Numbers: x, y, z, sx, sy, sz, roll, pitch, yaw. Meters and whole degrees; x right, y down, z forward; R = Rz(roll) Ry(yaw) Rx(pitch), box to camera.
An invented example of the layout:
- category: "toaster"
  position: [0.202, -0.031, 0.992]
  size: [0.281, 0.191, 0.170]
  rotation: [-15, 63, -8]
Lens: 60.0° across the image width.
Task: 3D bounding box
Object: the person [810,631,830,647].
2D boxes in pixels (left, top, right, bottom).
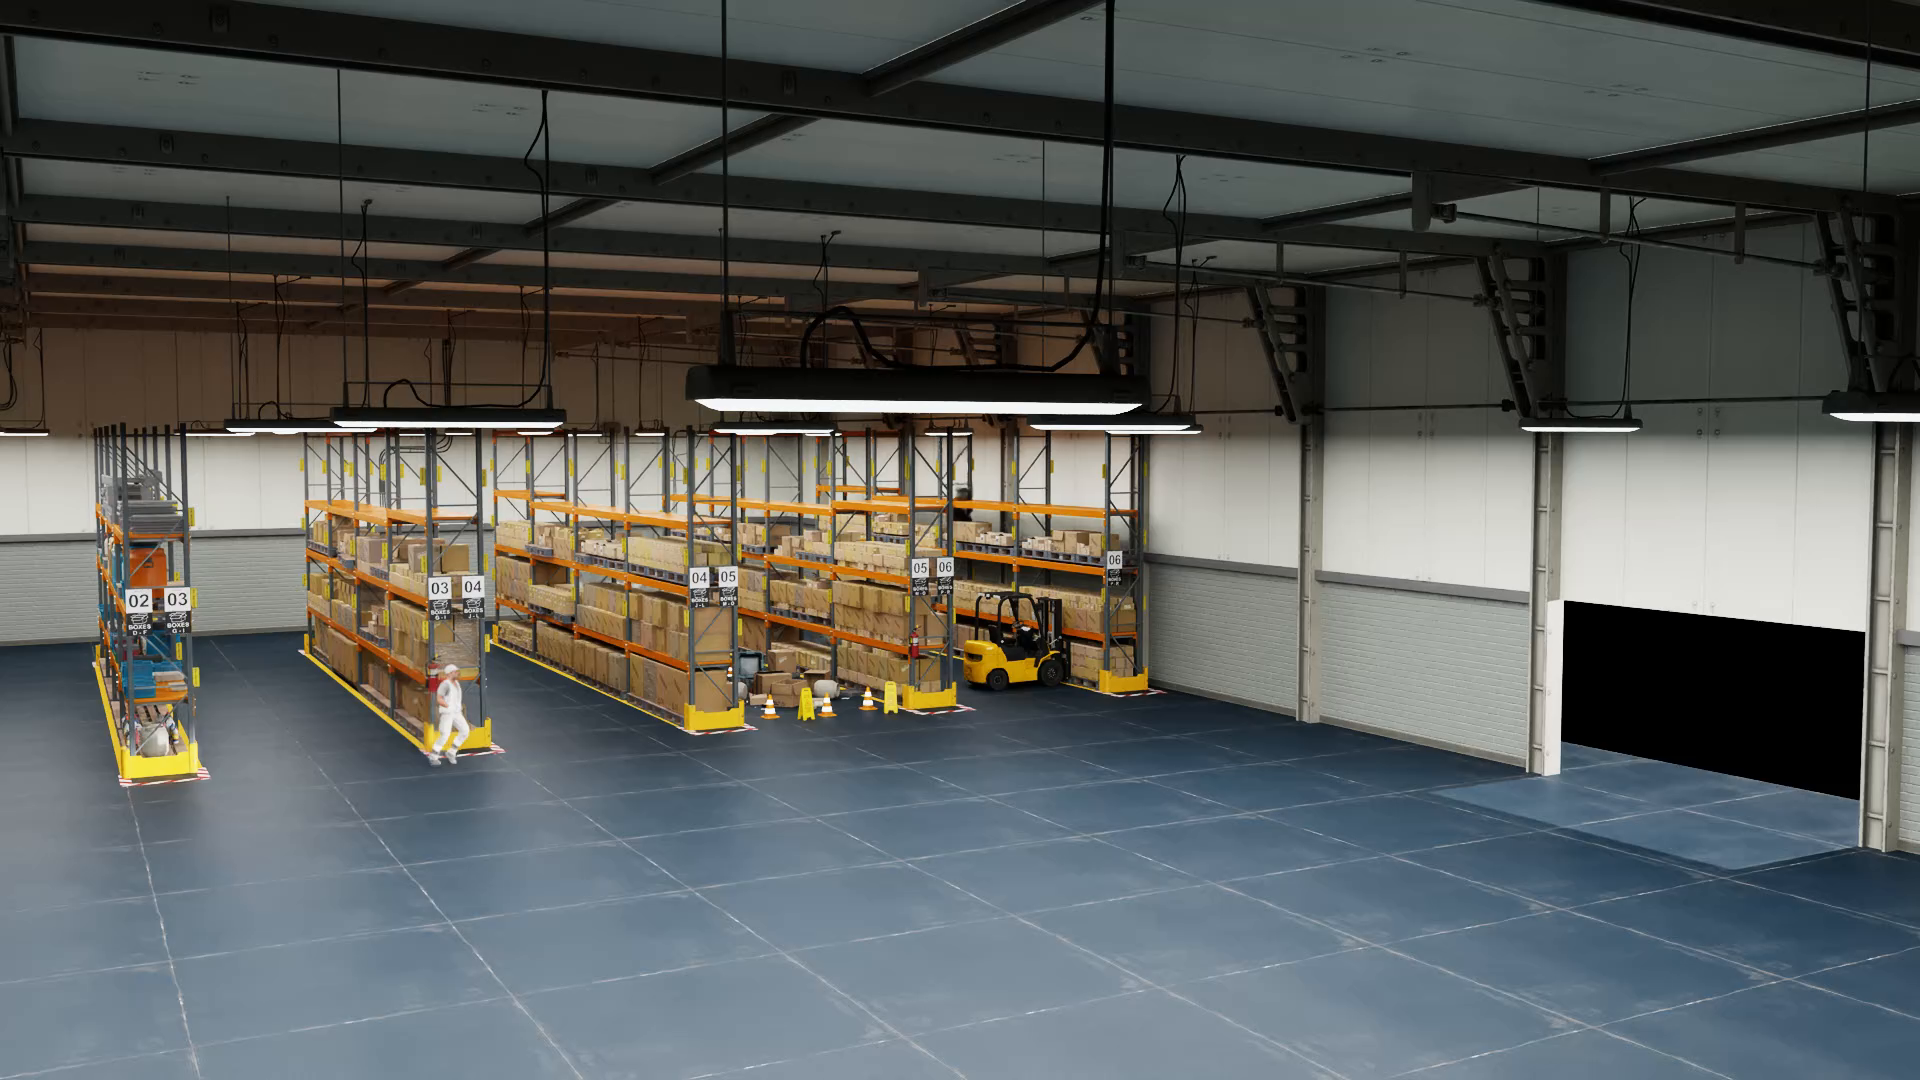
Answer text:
- category: "person"
  position: [-3.760, 2.158, 44.560]
  size: [0.673, 1.742, 0.785]
  rotation: [-2, 4, -30]

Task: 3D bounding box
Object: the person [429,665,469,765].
- category: "person"
  position: [-8.952, 3.070, 29.288]
  size: [0.652, 1.749, 0.715]
  rotation: [1, 4, 20]
